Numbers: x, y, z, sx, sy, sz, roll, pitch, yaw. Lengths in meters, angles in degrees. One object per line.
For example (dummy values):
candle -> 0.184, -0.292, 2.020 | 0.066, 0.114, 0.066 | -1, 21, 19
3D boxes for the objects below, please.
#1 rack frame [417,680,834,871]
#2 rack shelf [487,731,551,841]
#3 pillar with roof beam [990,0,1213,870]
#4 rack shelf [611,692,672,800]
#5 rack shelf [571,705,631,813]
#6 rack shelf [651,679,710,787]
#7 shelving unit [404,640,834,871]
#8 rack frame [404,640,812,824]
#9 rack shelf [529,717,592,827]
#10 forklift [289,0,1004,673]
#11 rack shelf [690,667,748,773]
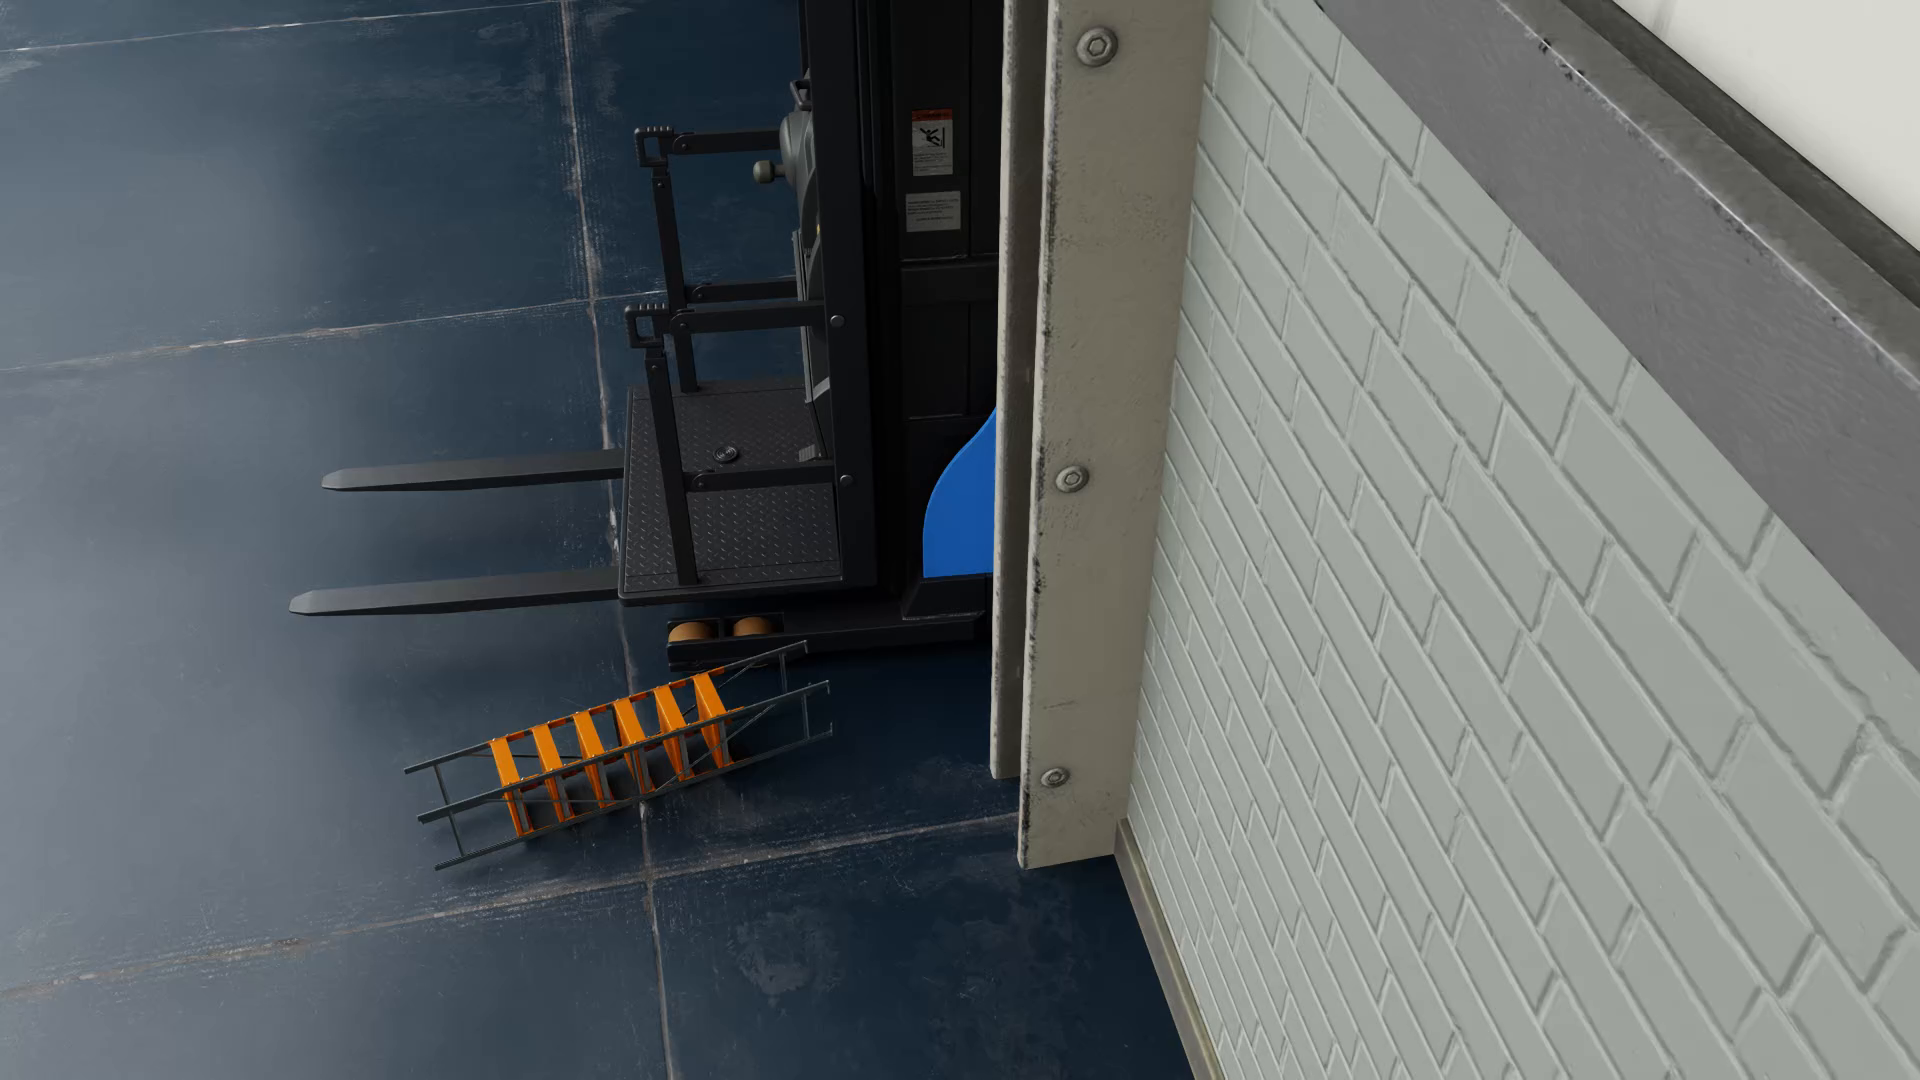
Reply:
rack frame -> -0.927, 0.670, 4.774 | 1.200, 0.240, 0.006 | -17, 44, -18
rack shelf -> -1.252, 0.703, 4.736 | 0.103, 0.258, 0.180 | -17, 44, -18
pillar with roof beam -> -3.922, -1.967, 1.187 | 9.100, 9.000, 0.400 | -8, 42, -9
rack shelf -> -0.926, 0.602, 4.850 | 0.103, 0.258, 0.180 | -17, 44, -18
rack shelf -> -1.034, 0.636, 4.812 | 0.103, 0.258, 0.180 | -17, 44, -18
rack shelf -> -0.817, 0.568, 4.888 | 0.103, 0.258, 0.180 | -17, 44, -18
shelving unit -> -0.966, 0.615, 4.836 | 1.200, 0.258, 0.189 | -17, 44, -18
rack frame -> -1.005, 0.559, 4.898 | 1.200, 0.240, 0.006 | -17, 44, -18
rack shelf -> -1.143, 0.669, 4.774 | 0.103, 0.258, 0.180 | -17, 44, -18
forklift -> -0.623, -1.047, 4.721 | 3.031, 2.935, 1.130 | -5, 42, -5
rack shelf -> -0.708, 0.535, 4.926 | 0.103, 0.258, 0.180 | -17, 44, -18
